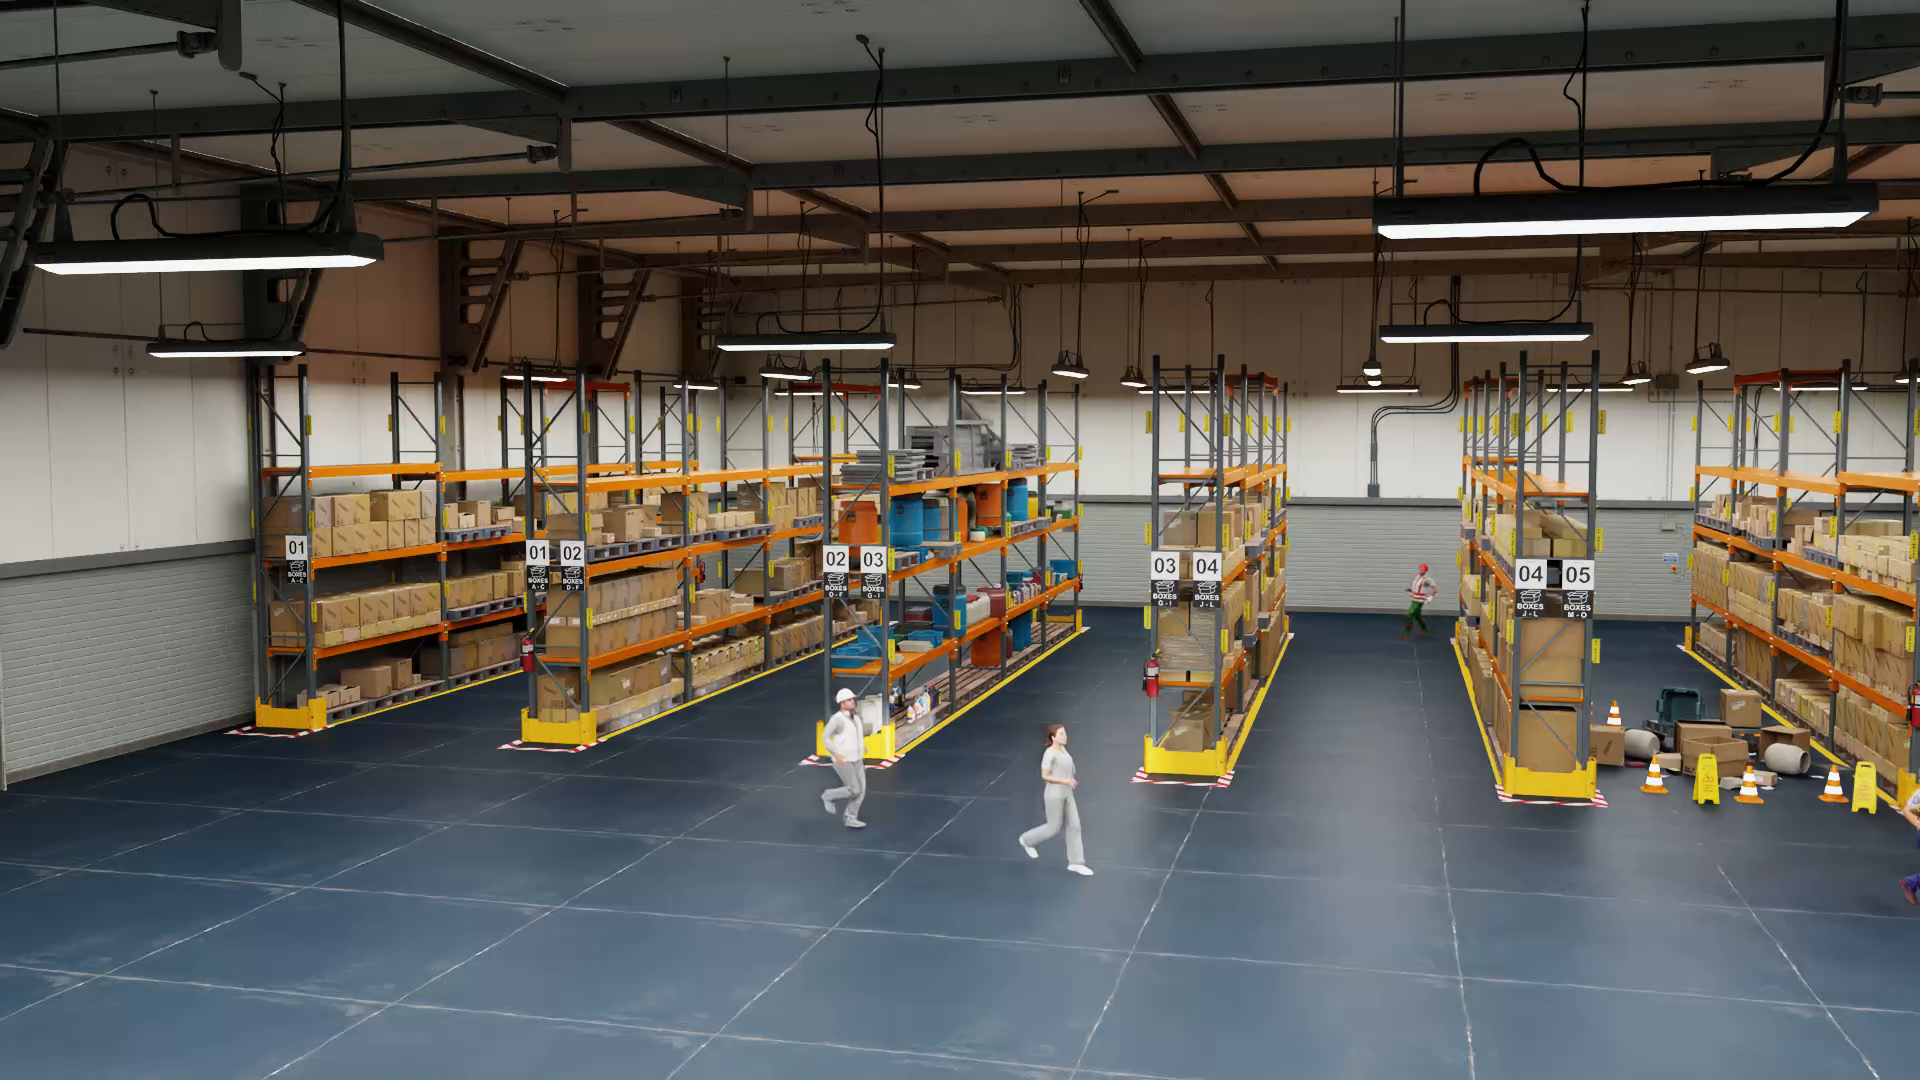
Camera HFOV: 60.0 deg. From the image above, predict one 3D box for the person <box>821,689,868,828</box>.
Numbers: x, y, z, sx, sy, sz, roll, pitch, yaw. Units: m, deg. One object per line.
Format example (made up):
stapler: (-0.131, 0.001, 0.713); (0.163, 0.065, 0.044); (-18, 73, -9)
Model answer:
person: (-1.425, 2.716, 20.732); (0.599, 1.731, 0.671); (2, 5, 32)

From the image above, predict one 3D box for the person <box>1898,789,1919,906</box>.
person: (9.824, 3.036, 16.715); (0.619, 1.618, 0.843); (-2, 4, -28)

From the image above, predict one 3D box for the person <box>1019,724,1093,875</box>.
person: (1.085, 2.878, 18.628); (0.934, 1.664, 0.568); (3, 5, 35)

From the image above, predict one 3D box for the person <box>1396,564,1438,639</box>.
person: (10.655, 1.430, 38.813); (0.913, 1.768, 0.710); (-1, 4, -13)
